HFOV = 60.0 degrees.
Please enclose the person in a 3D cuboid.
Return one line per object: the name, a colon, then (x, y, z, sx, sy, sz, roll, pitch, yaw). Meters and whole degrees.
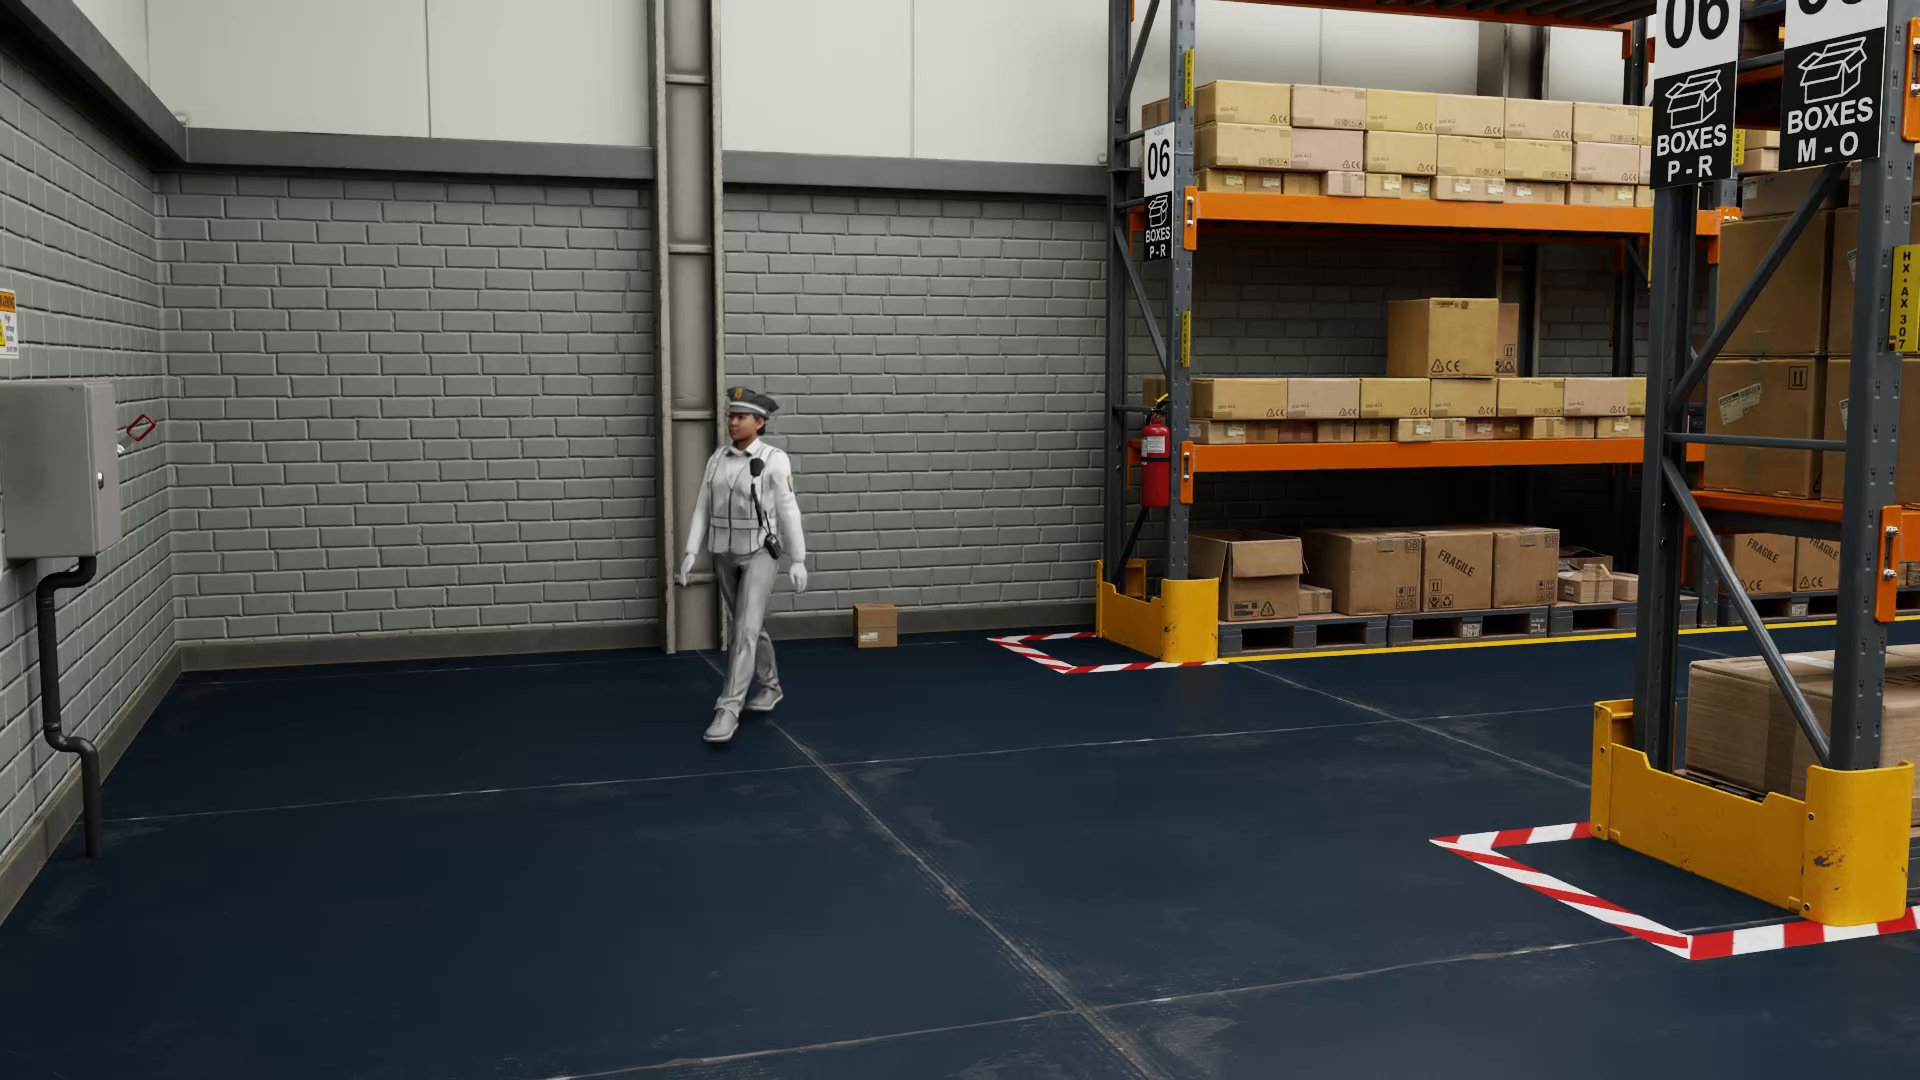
person: (-1.087, 0.077, 8.035, 0.521, 1.636, 0.973, 3, 7, 26)
